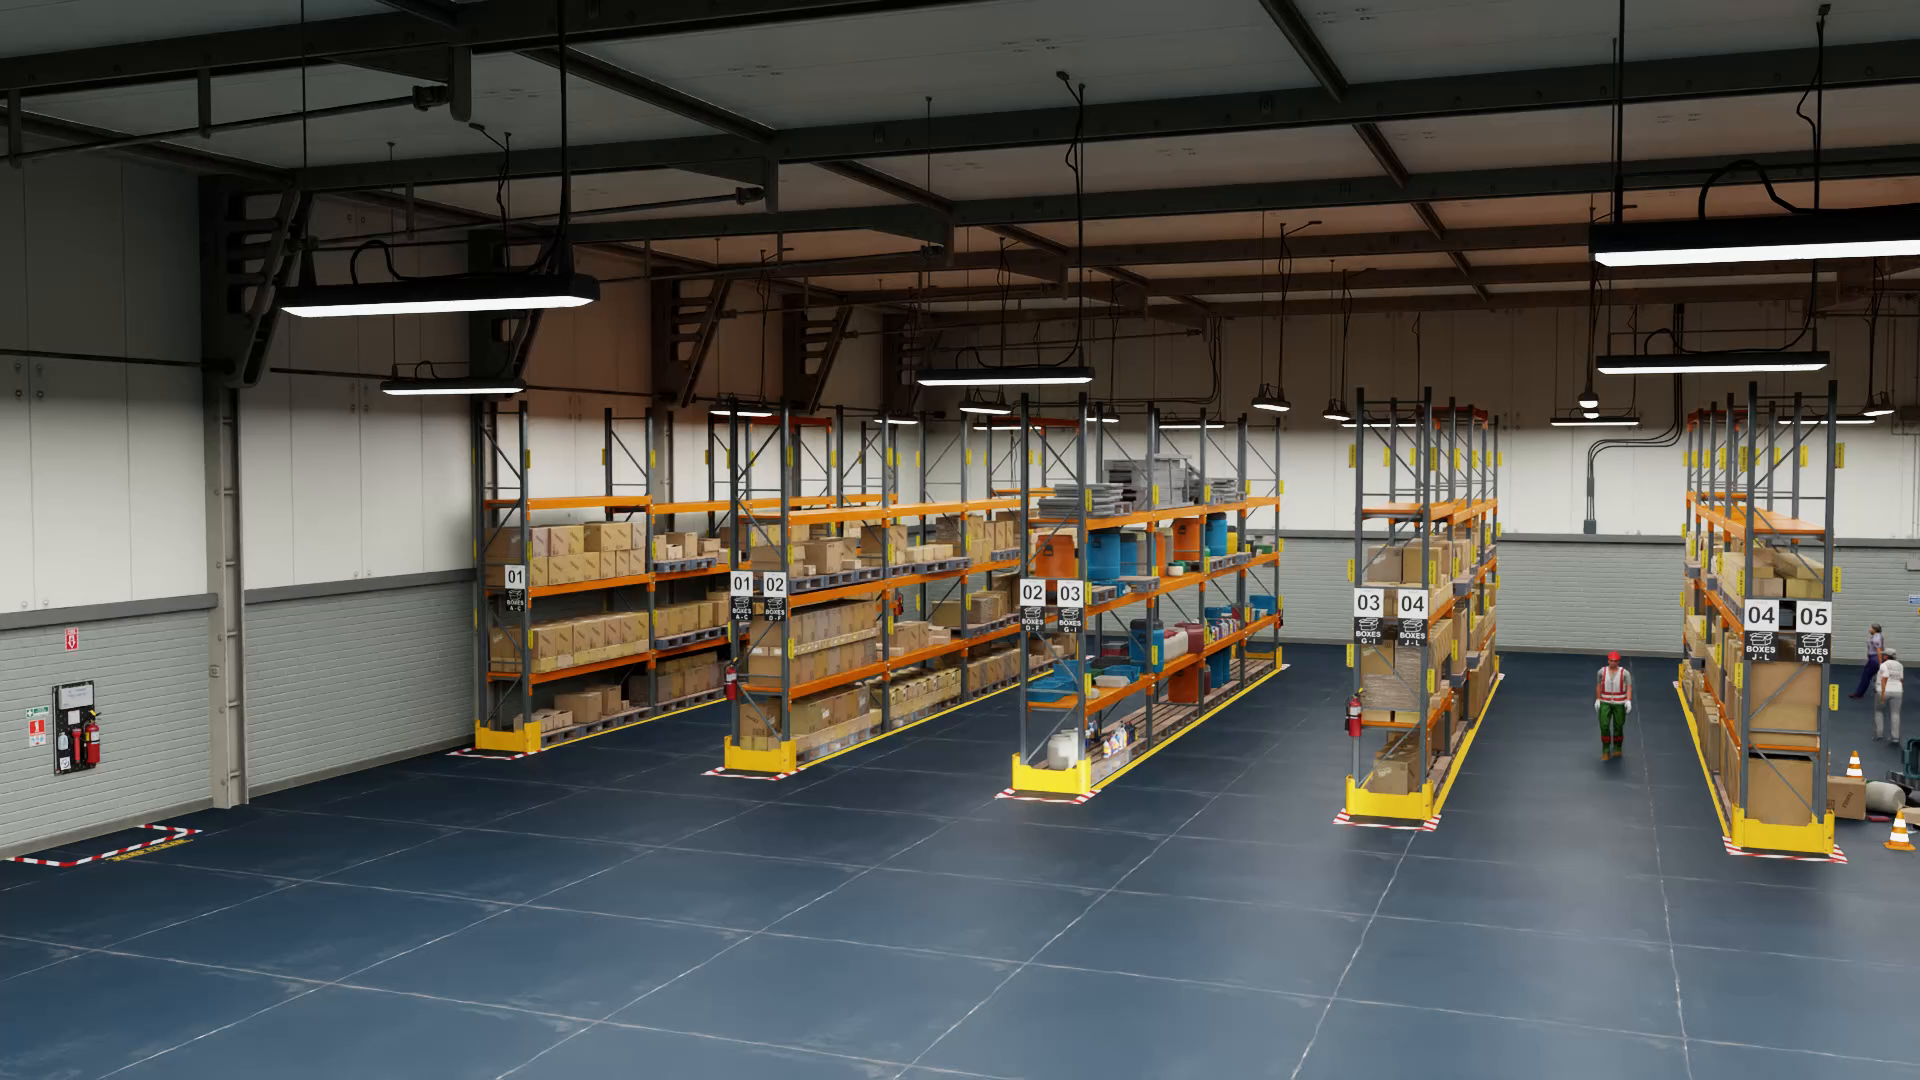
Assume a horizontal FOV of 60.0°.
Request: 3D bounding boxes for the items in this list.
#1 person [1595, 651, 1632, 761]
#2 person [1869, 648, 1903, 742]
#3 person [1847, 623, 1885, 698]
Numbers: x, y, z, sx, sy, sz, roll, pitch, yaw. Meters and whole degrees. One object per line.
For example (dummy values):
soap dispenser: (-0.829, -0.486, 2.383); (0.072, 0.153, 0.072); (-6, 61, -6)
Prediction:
person: (10.912, 2.771, 27.784); (0.601, 1.838, 0.550); (1, 3, 28)
person: (16.470, 2.768, 29.454); (0.502, 1.702, 0.627); (1, 3, 11)
person: (18.966, 2.510, 34.432); (0.467, 1.581, 0.976); (-1, 3, -27)
